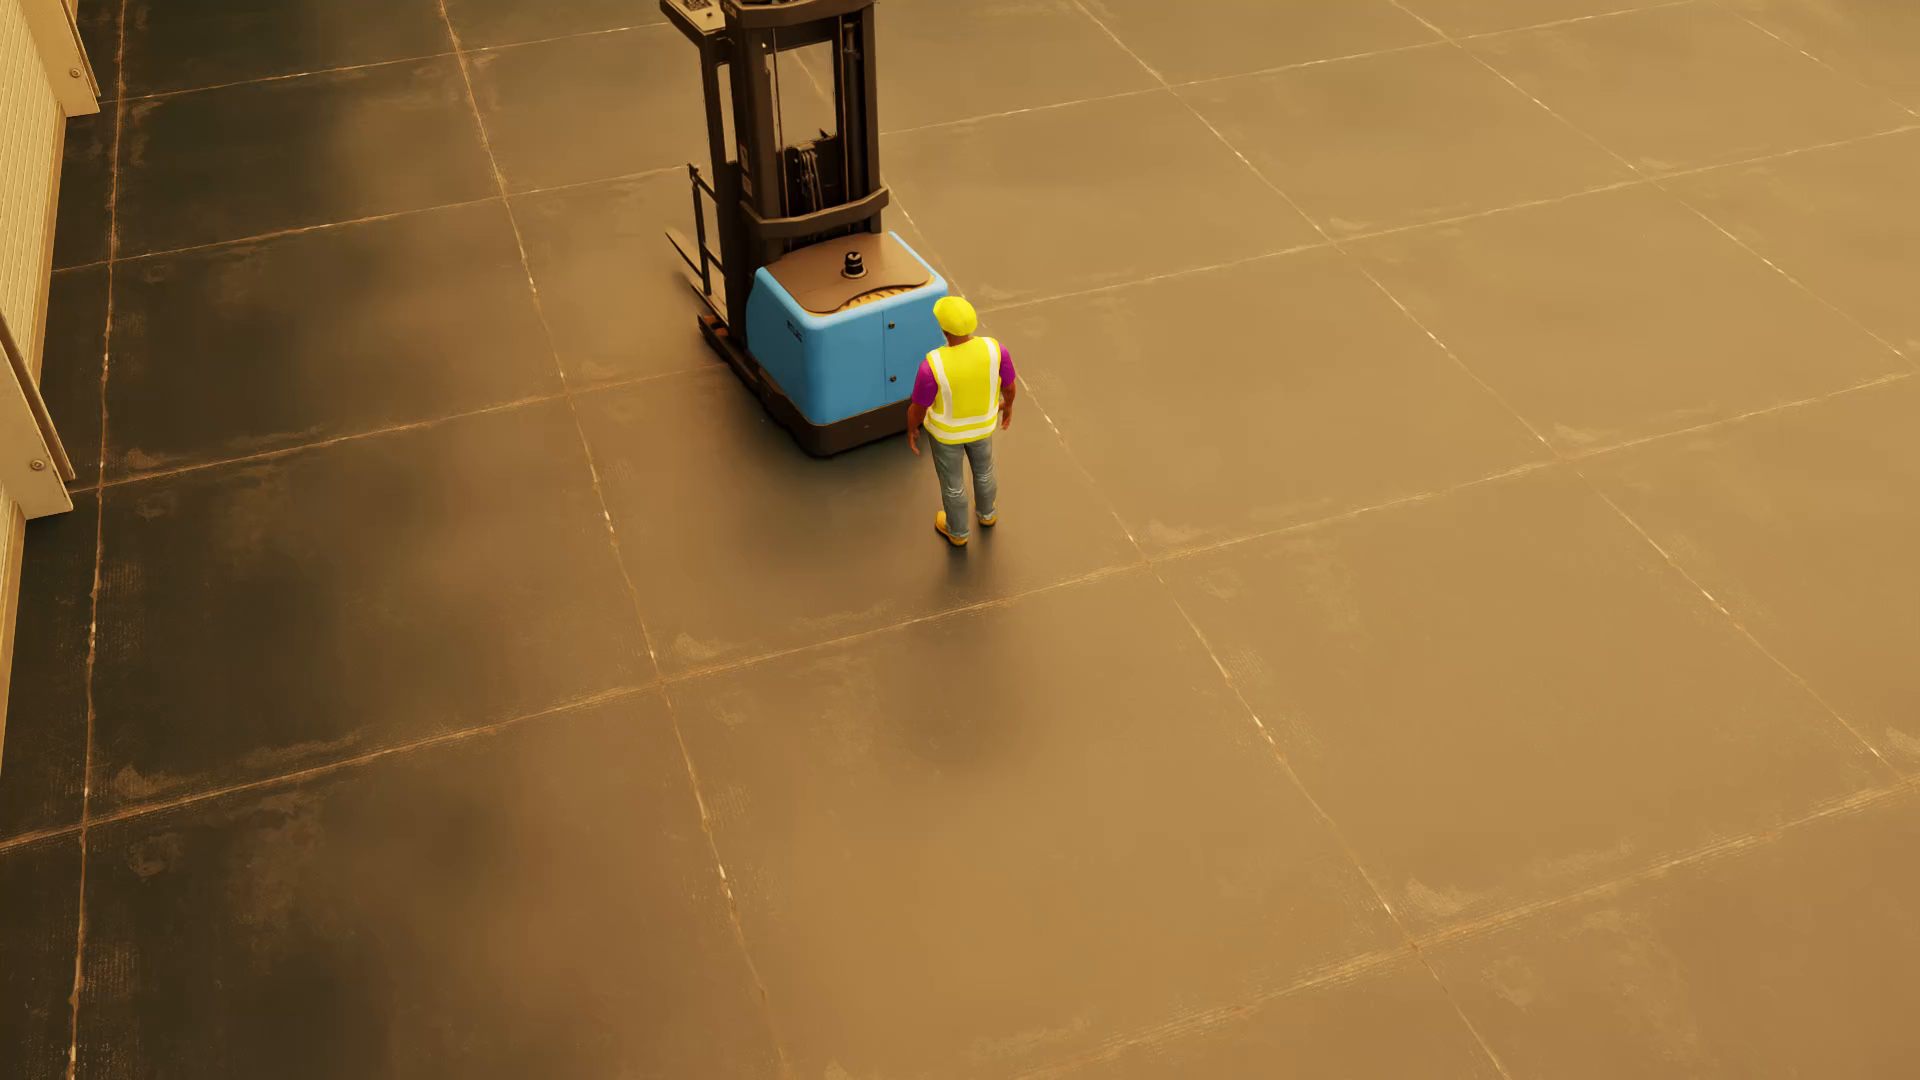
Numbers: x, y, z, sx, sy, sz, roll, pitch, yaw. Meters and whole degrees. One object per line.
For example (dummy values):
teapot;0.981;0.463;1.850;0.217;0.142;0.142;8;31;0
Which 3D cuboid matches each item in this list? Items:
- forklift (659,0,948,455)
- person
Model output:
forklift;-1.227;-2.605;11.099;1.130;2.935;3.031;-20;44;-22
person;-0.019;-0.725;9.755;0.666;1.768;0.575;-13;42;-15
